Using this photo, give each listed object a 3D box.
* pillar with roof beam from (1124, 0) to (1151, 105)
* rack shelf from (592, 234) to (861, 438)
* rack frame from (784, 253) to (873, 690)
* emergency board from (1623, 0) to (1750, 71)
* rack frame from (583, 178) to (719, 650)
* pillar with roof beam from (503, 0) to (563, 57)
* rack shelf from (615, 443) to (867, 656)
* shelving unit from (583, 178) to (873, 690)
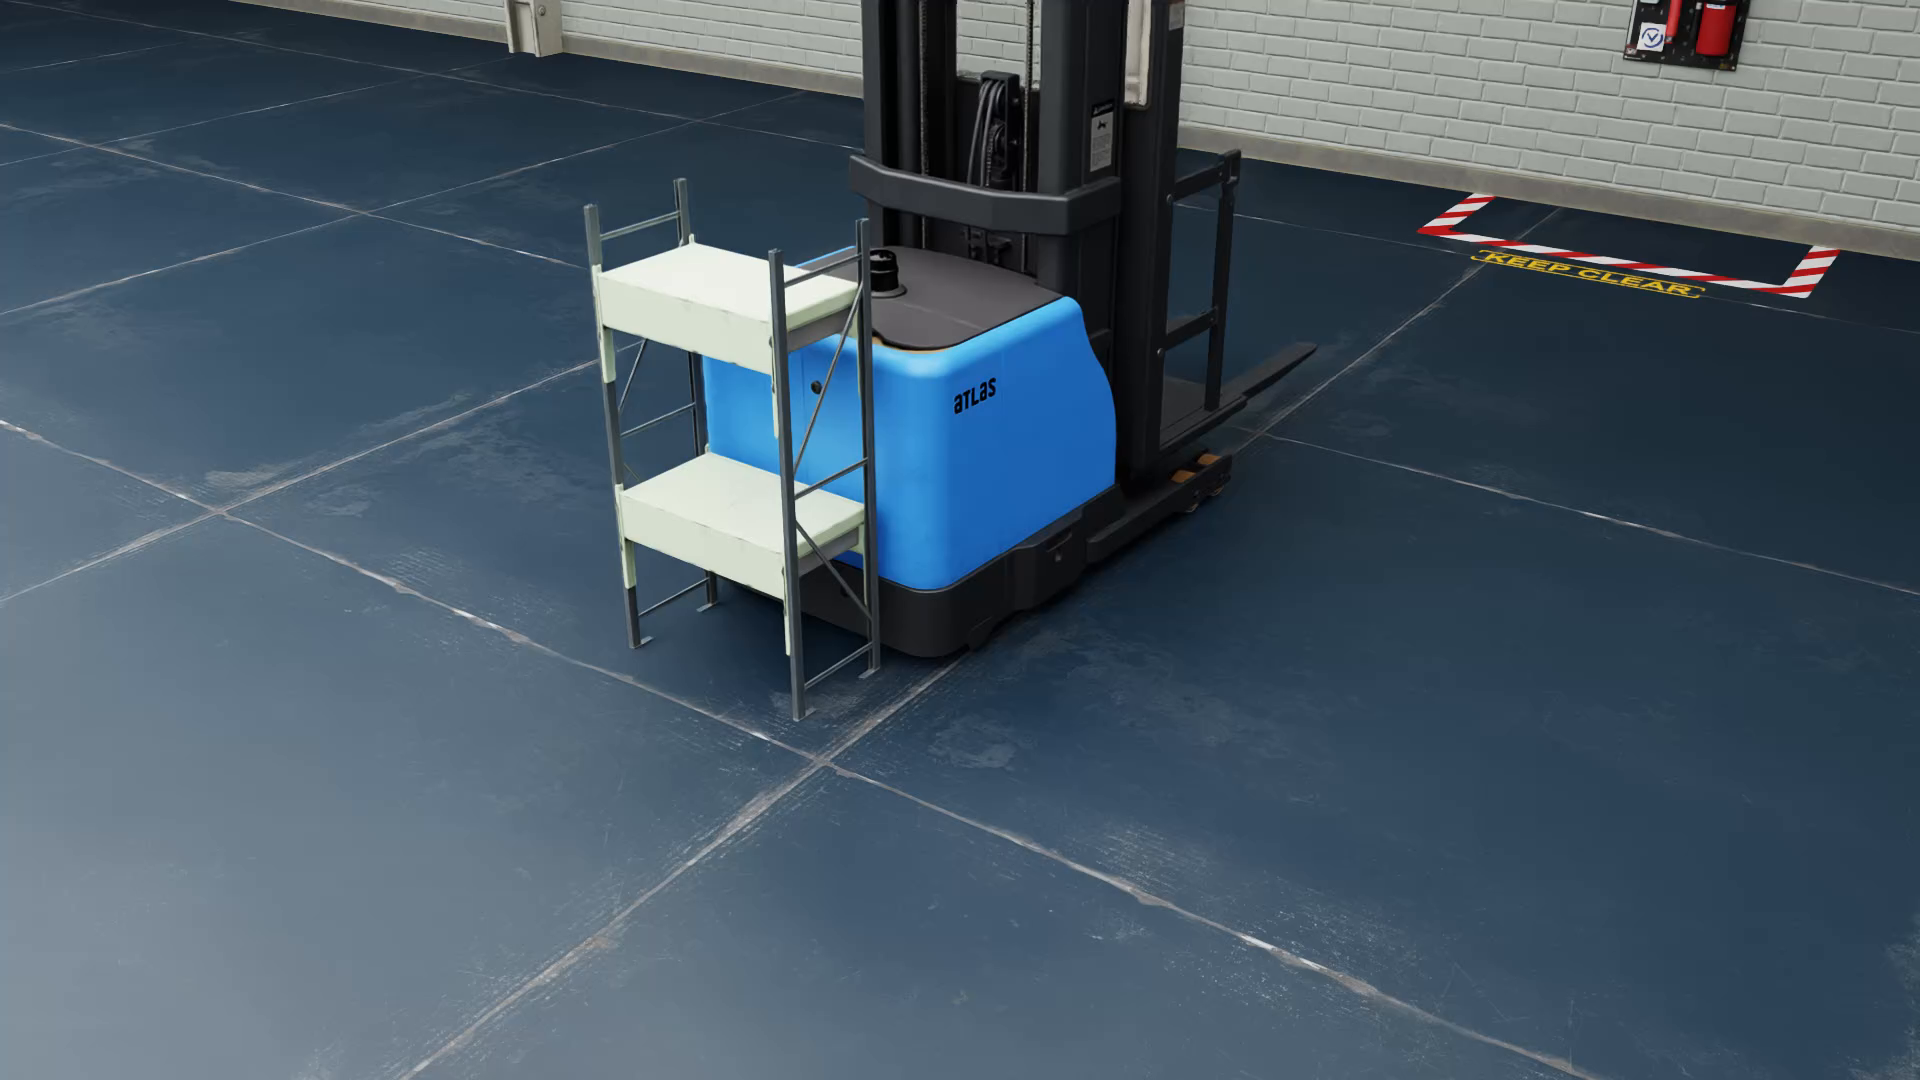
[{"bbox_3d":[-1.246,-5.196,6.538,0.400,9.000,9.100,17,32,30],"label":"pillar with roof beam"},{"bbox_3d":[-0.680,-0.624,4.963,0.720,0.370,0.431,19,32,32],"label":"rack shelf"},{"bbox_3d":[-0.388,-0.176,4.943,0.010,1.308,0.380,19,32,32],"label":"rack frame"},{"bbox_3d":[4.122,-3.239,9.308,0.643,1.169,0.194,17,32,30],"label":"emergency board"},{"bbox_3d":[-0.972,-0.376,5.336,0.023,1.500,0.400,19,32,32],"label":"rack frame"},{"bbox_3d":[-6.192,-6.736,9.565,0.400,9.000,9.100,17,32,30],"label":"pillar with roof beam"},{"bbox_3d":[-0.680,0.014,5.288,0.720,0.370,0.431,19,32,32],"label":"rack shelf"},{"bbox_3d":[-0.682,-0.278,5.142,0.748,1.500,0.431,19,32,32],"label":"shelving unit"}]
